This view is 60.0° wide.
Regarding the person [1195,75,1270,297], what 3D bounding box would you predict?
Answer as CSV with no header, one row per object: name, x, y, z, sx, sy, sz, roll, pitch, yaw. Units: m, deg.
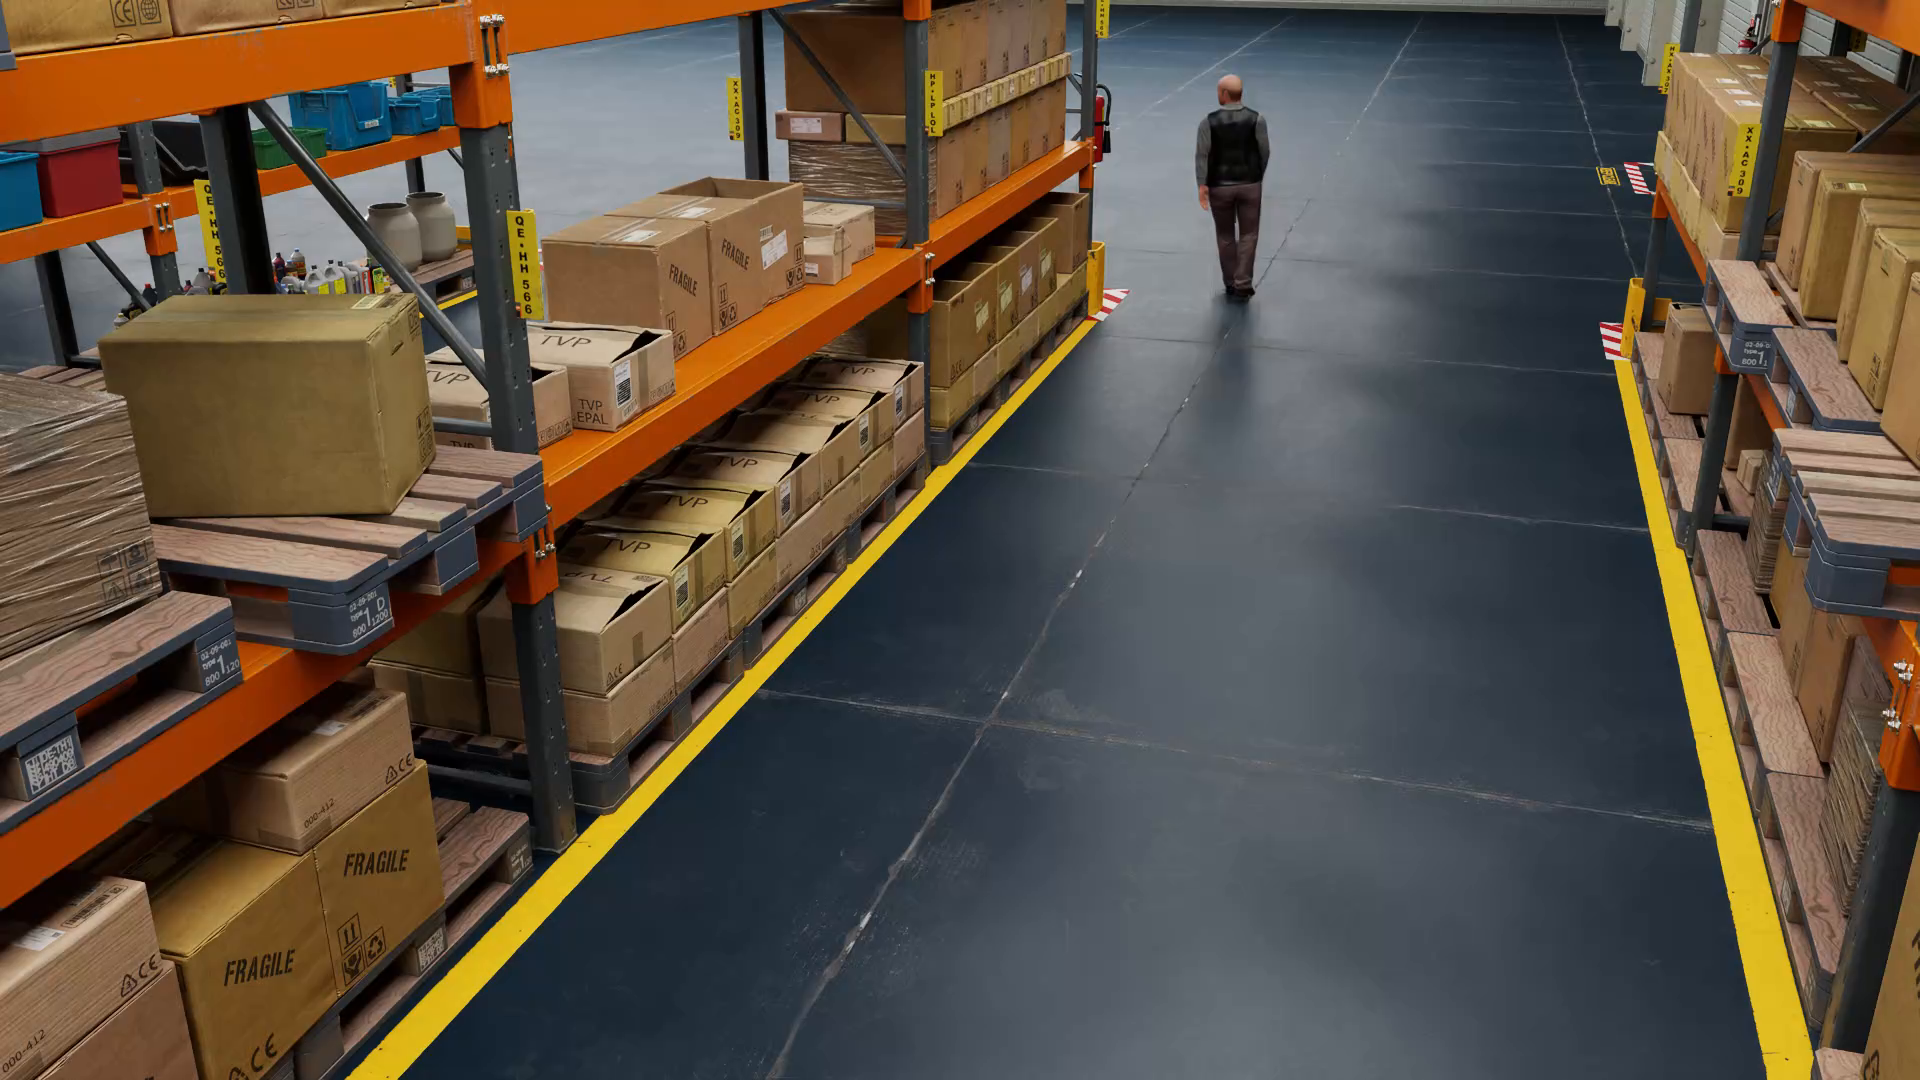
person,2.121,-2.759,13.020,0.570,1.732,0.599,4,22,10
